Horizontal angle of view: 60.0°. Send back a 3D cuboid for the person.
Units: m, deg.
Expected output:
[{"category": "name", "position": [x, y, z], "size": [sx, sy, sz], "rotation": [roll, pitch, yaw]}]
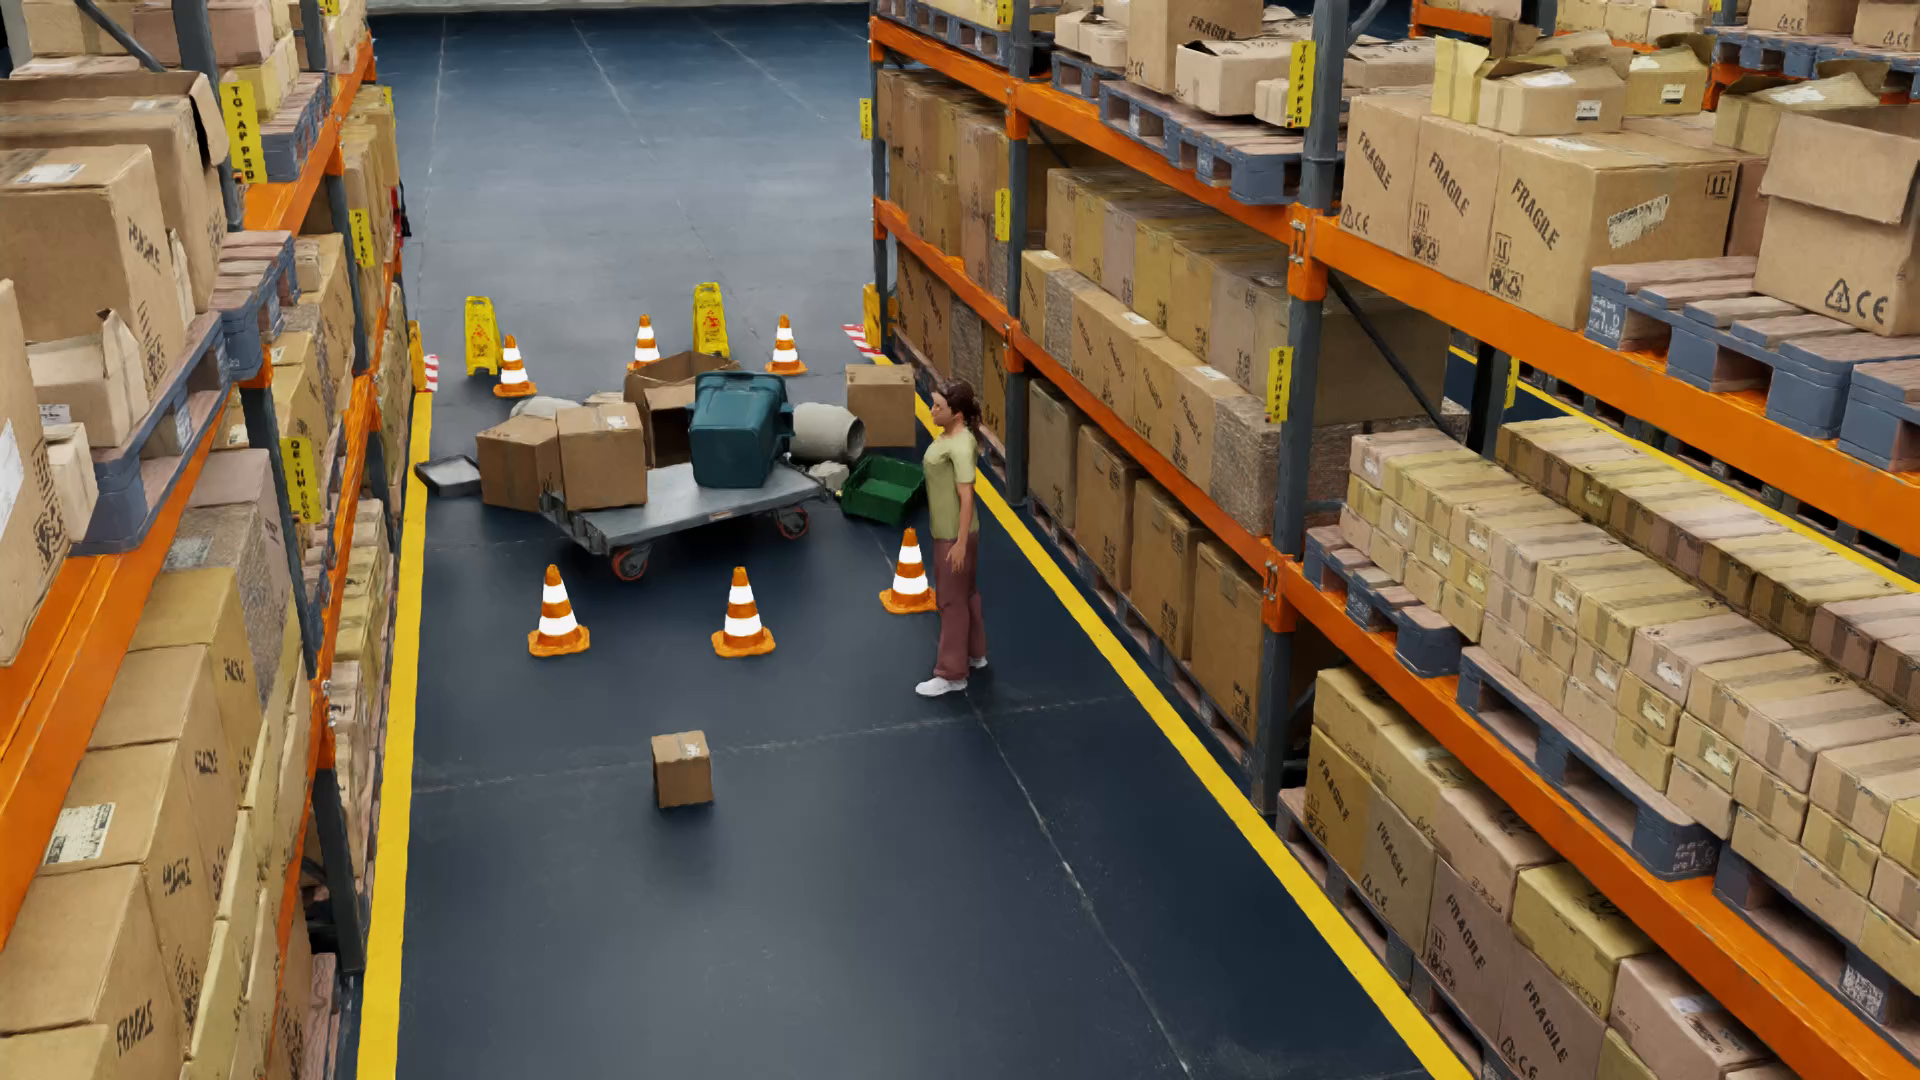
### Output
[{"category": "person", "position": [-0.045, -0.042, 8.638], "size": [0.412, 1.669, 0.594], "rotation": [-1, 23, -3]}]
